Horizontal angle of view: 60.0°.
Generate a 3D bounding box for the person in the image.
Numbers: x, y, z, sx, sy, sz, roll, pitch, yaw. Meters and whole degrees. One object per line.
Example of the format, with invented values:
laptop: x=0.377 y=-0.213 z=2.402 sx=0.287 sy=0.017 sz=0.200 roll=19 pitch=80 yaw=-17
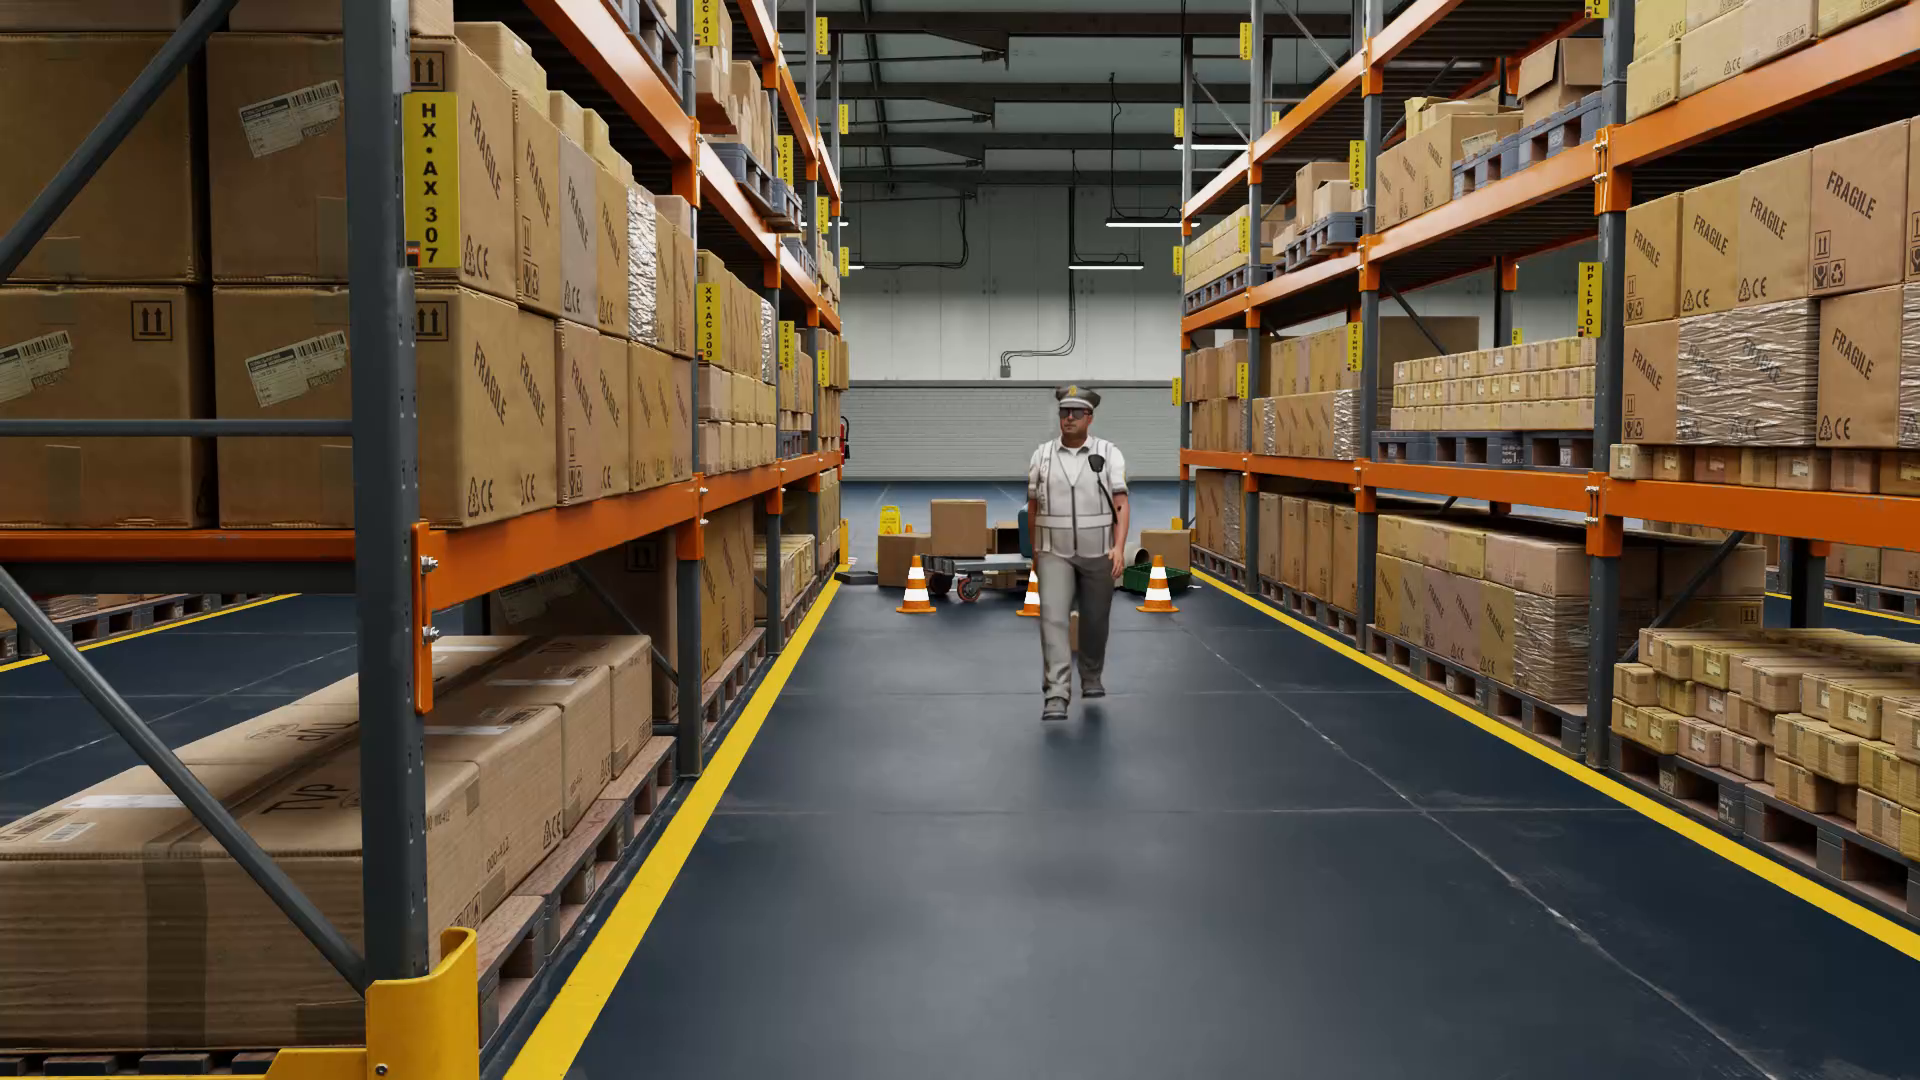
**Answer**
person: x=0.615 y=0.050 z=8.667 sx=0.537 sy=1.718 sz=1.068 roll=0 pitch=4 yaw=4
